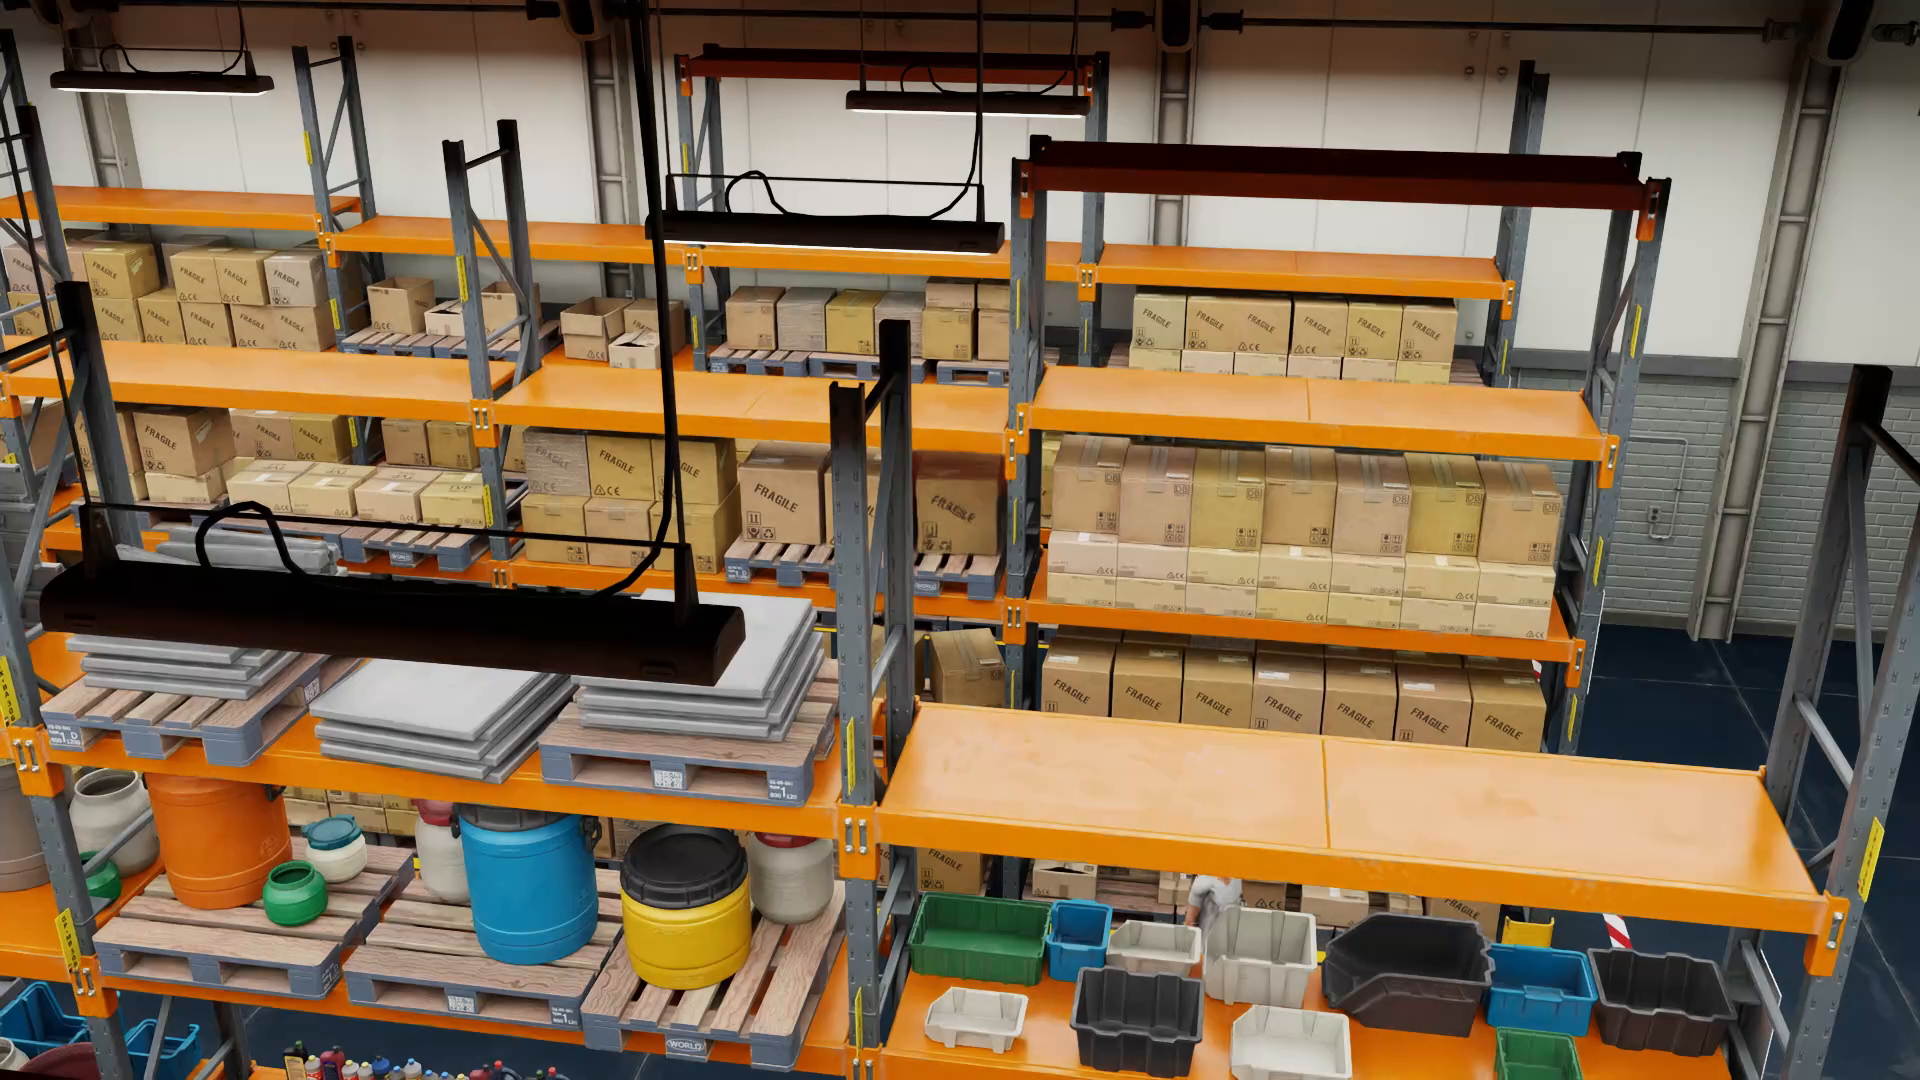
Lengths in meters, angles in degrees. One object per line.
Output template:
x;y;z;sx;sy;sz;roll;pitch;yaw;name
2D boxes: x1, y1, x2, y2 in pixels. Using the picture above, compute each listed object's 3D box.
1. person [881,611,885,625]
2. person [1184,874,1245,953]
-0.672;1.204;15.104;1.010;1.382;0.446;-1;23;-3;person
1.761;2.694;11.506;0.491;1.540;0.511;-17;28;-34;person
